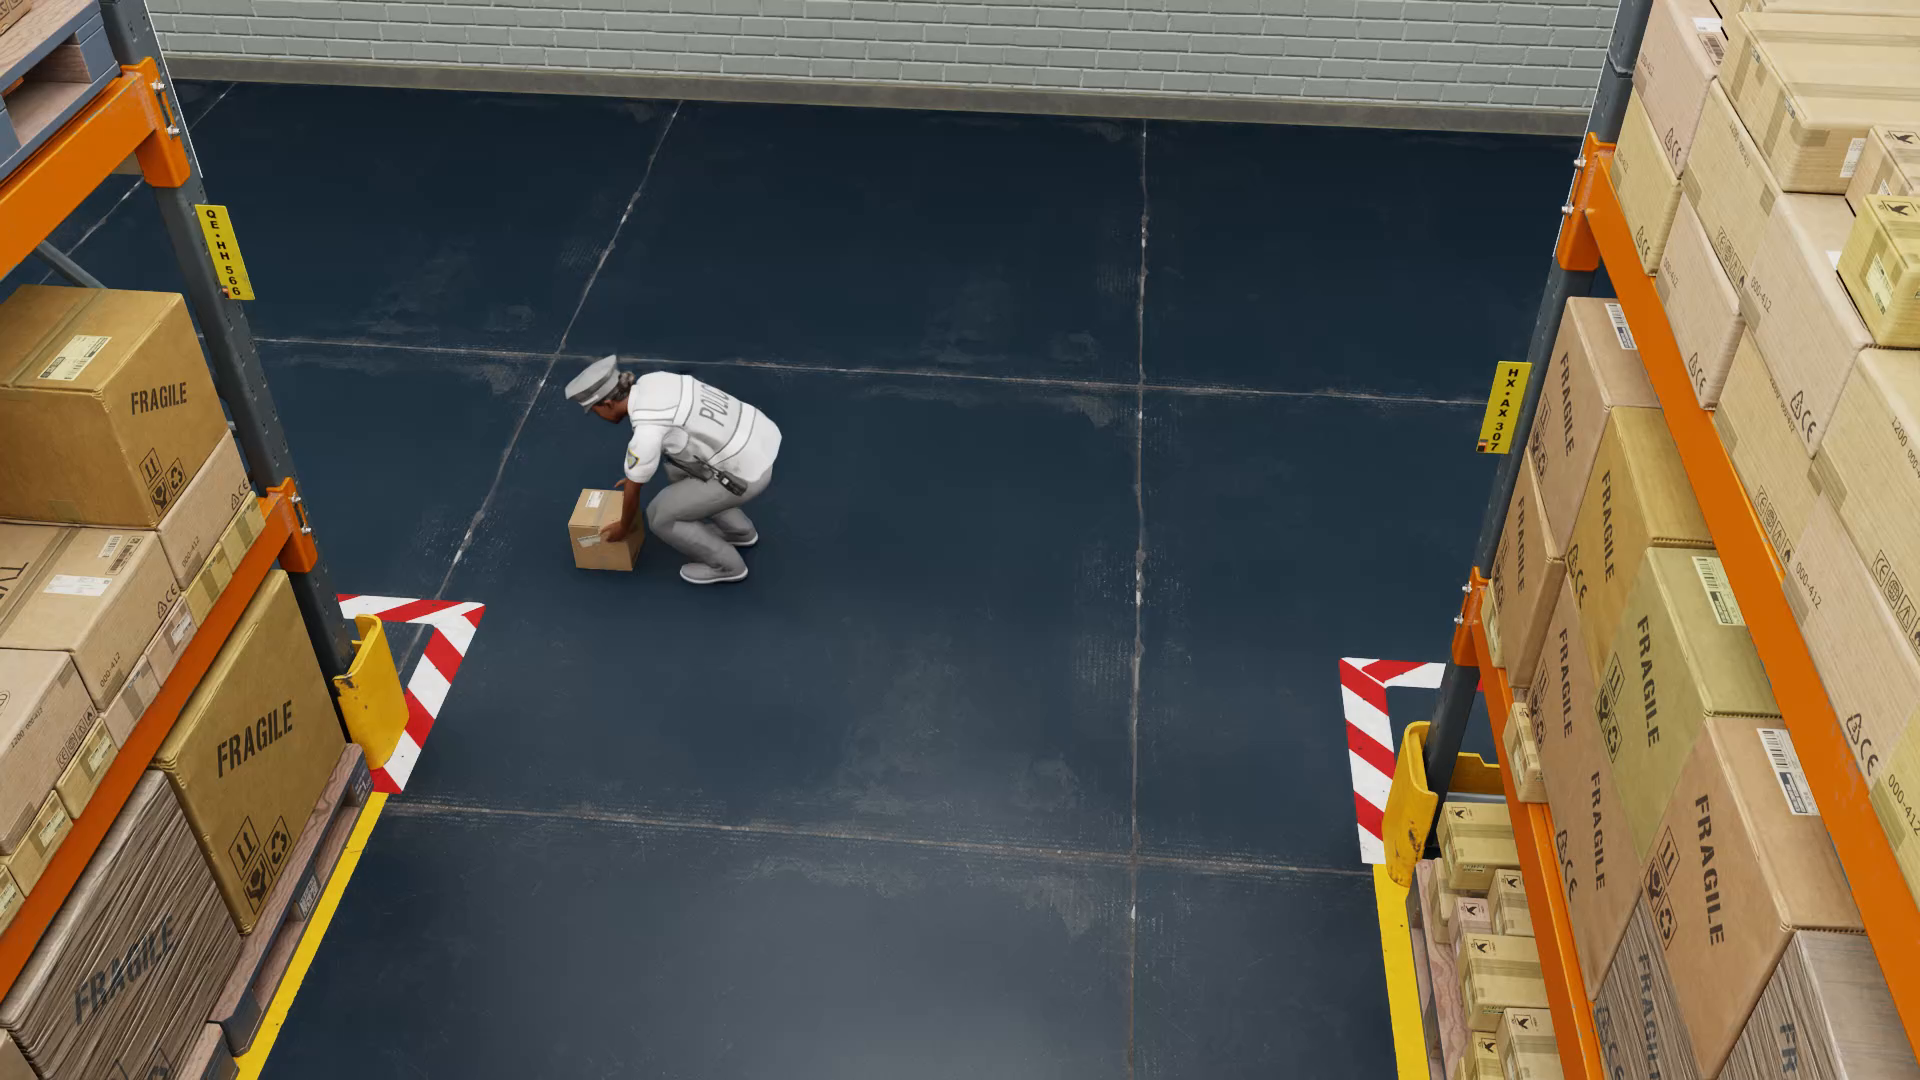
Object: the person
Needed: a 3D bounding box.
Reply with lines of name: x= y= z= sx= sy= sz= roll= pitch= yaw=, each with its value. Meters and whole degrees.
person: x=-1.175 y=-0.308 z=6.993 sx=0.841 sy=1.057 sz=0.490 roll=3 pitch=40 yaw=4
